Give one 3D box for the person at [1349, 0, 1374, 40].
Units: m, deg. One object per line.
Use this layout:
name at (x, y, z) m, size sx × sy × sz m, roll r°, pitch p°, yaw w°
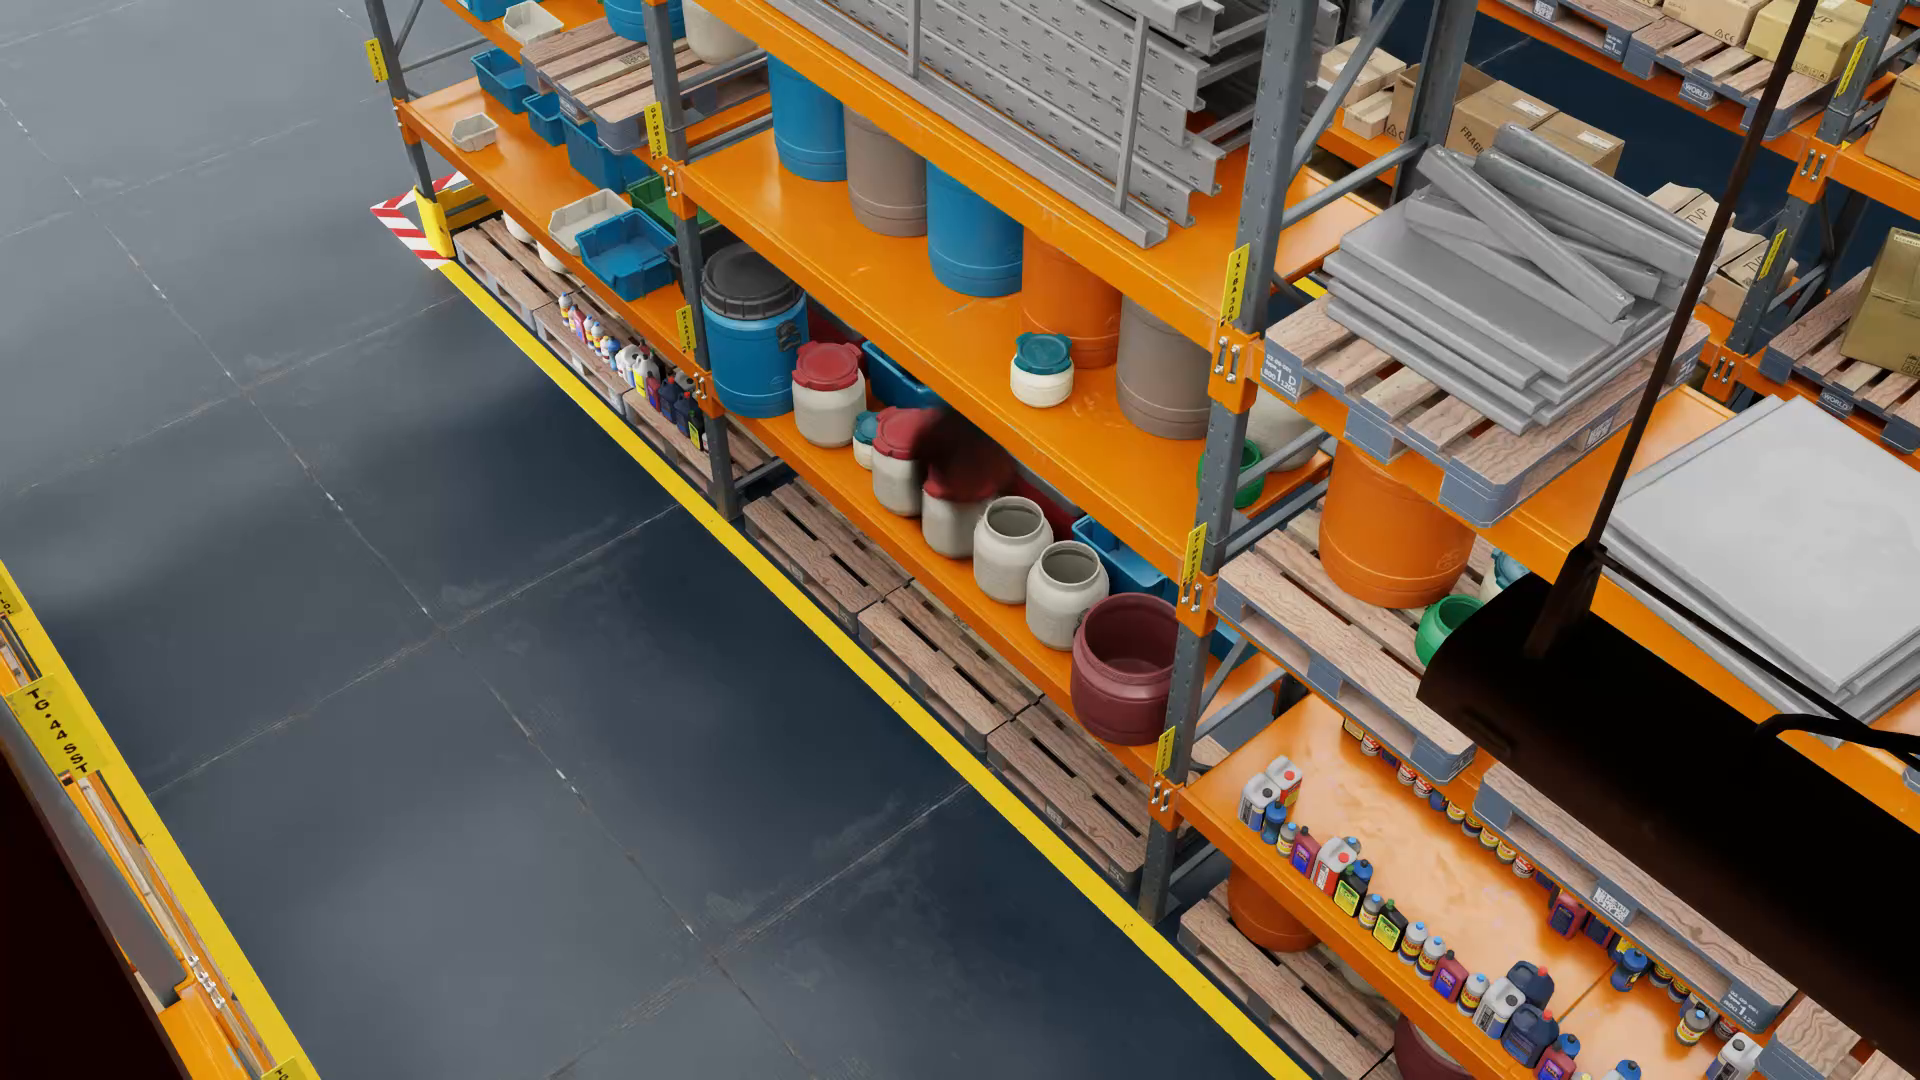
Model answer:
person at (3.533, -5.086, 14.615) m, size 0.638 × 1.763 × 0.710 m, roll -20°, pitch 50°, yaw -18°
